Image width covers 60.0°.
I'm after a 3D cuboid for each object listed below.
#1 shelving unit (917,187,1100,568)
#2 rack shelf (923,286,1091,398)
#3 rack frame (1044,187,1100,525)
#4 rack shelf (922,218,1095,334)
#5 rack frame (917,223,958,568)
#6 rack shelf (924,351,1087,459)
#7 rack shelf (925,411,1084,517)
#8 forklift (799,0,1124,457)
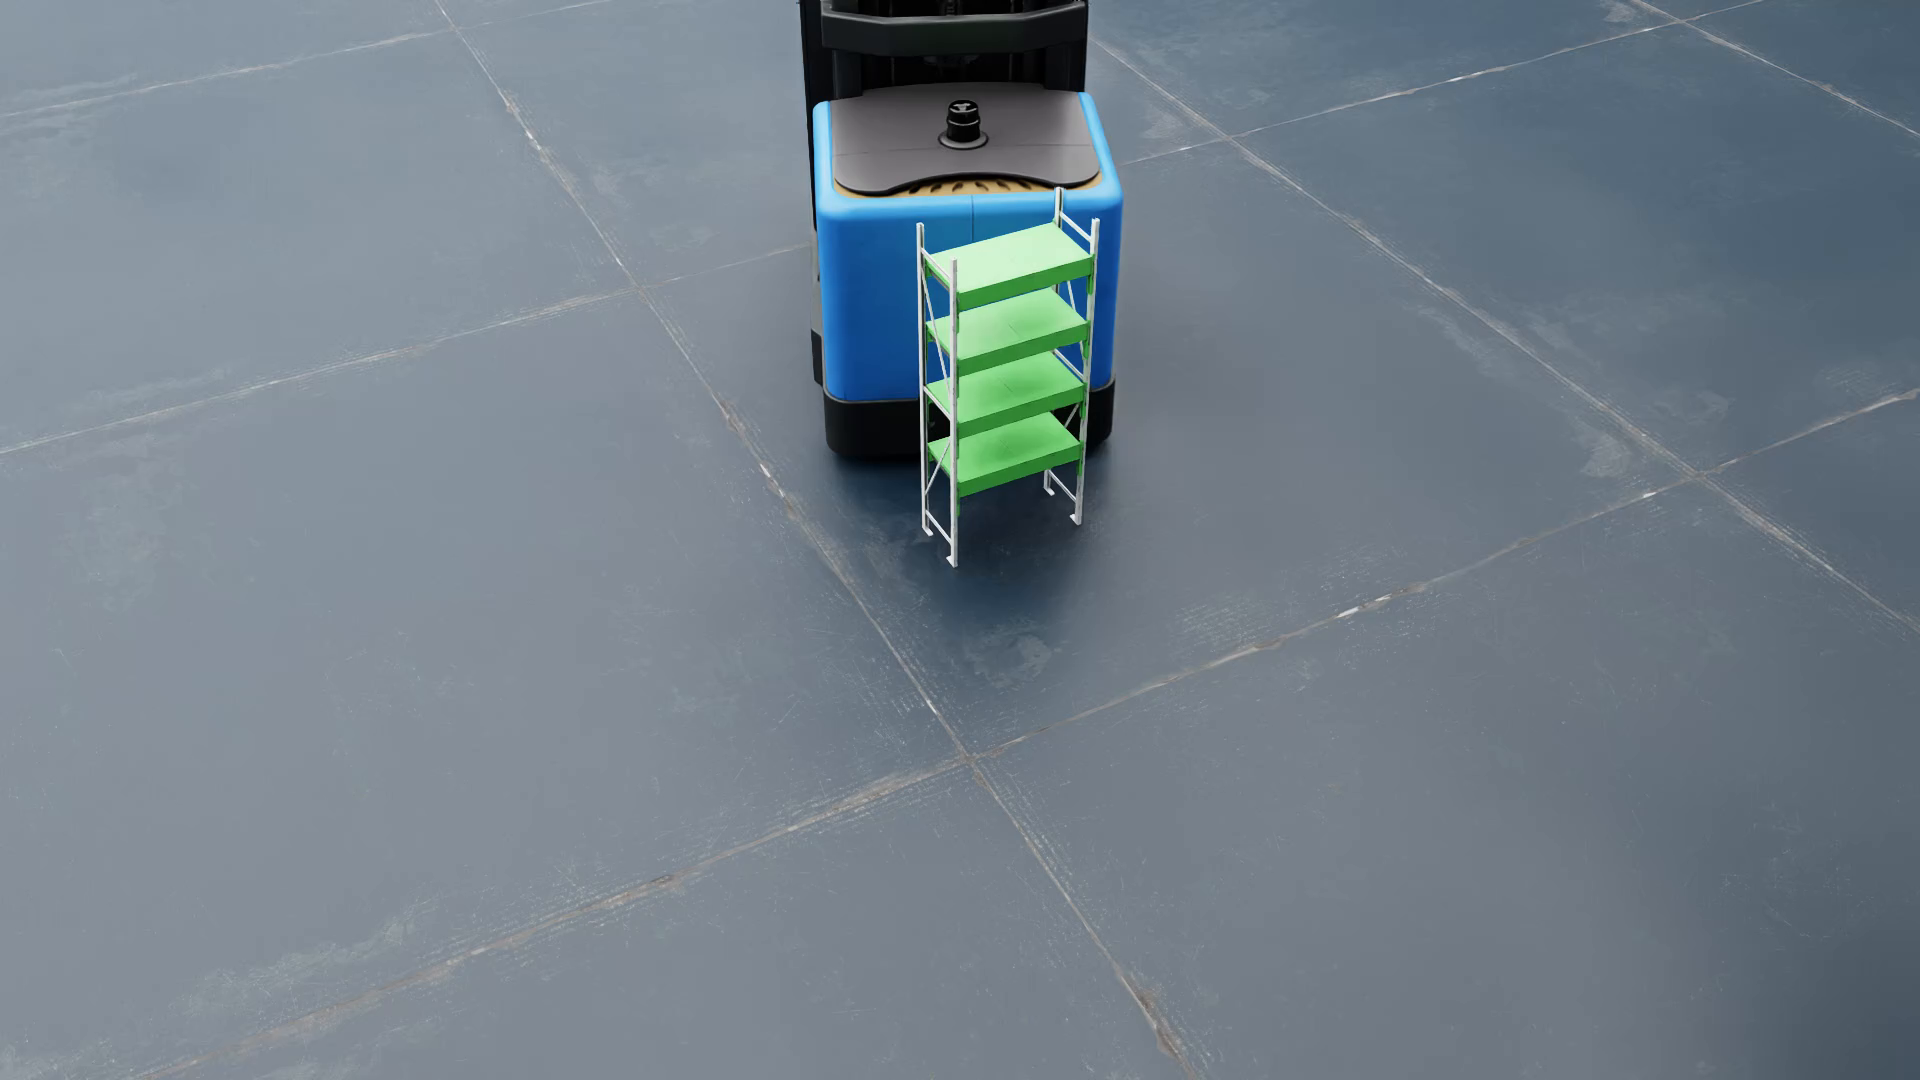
[{"bbox_3d":[0.147,-0.507,5.437,0.503,1.200,0.258,-19,44,-21],"label":"shelving unit"},{"bbox_3d":[0.147,-0.642,5.323,0.480,0.148,0.258,-19,44,-21],"label":"rack shelf"},{"bbox_3d":[0.363,-0.580,5.523,0.015,1.200,0.240,-19,44,-21],"label":"rack frame"},{"bbox_3d":[0.147,-0.825,5.168,0.480,0.148,0.258,-19,44,-21],"label":"rack shelf"},{"bbox_3d":[-0.070,-0.435,5.351,0.015,1.200,0.240,-19,44,-21],"label":"rack frame"},{"bbox_3d":[0.147,-0.459,5.478,0.480,0.148,0.258,-19,44,-21],"label":"rack shelf"},{"bbox_3d":[0.147,-0.275,5.633,0.480,0.148,0.258,-19,44,-21],"label":"rack shelf"},{"bbox_3d":[-0.081,-2.360,6.285,1.130,2.935,3.031,-3,40,-4],"label":"forklift"}]
